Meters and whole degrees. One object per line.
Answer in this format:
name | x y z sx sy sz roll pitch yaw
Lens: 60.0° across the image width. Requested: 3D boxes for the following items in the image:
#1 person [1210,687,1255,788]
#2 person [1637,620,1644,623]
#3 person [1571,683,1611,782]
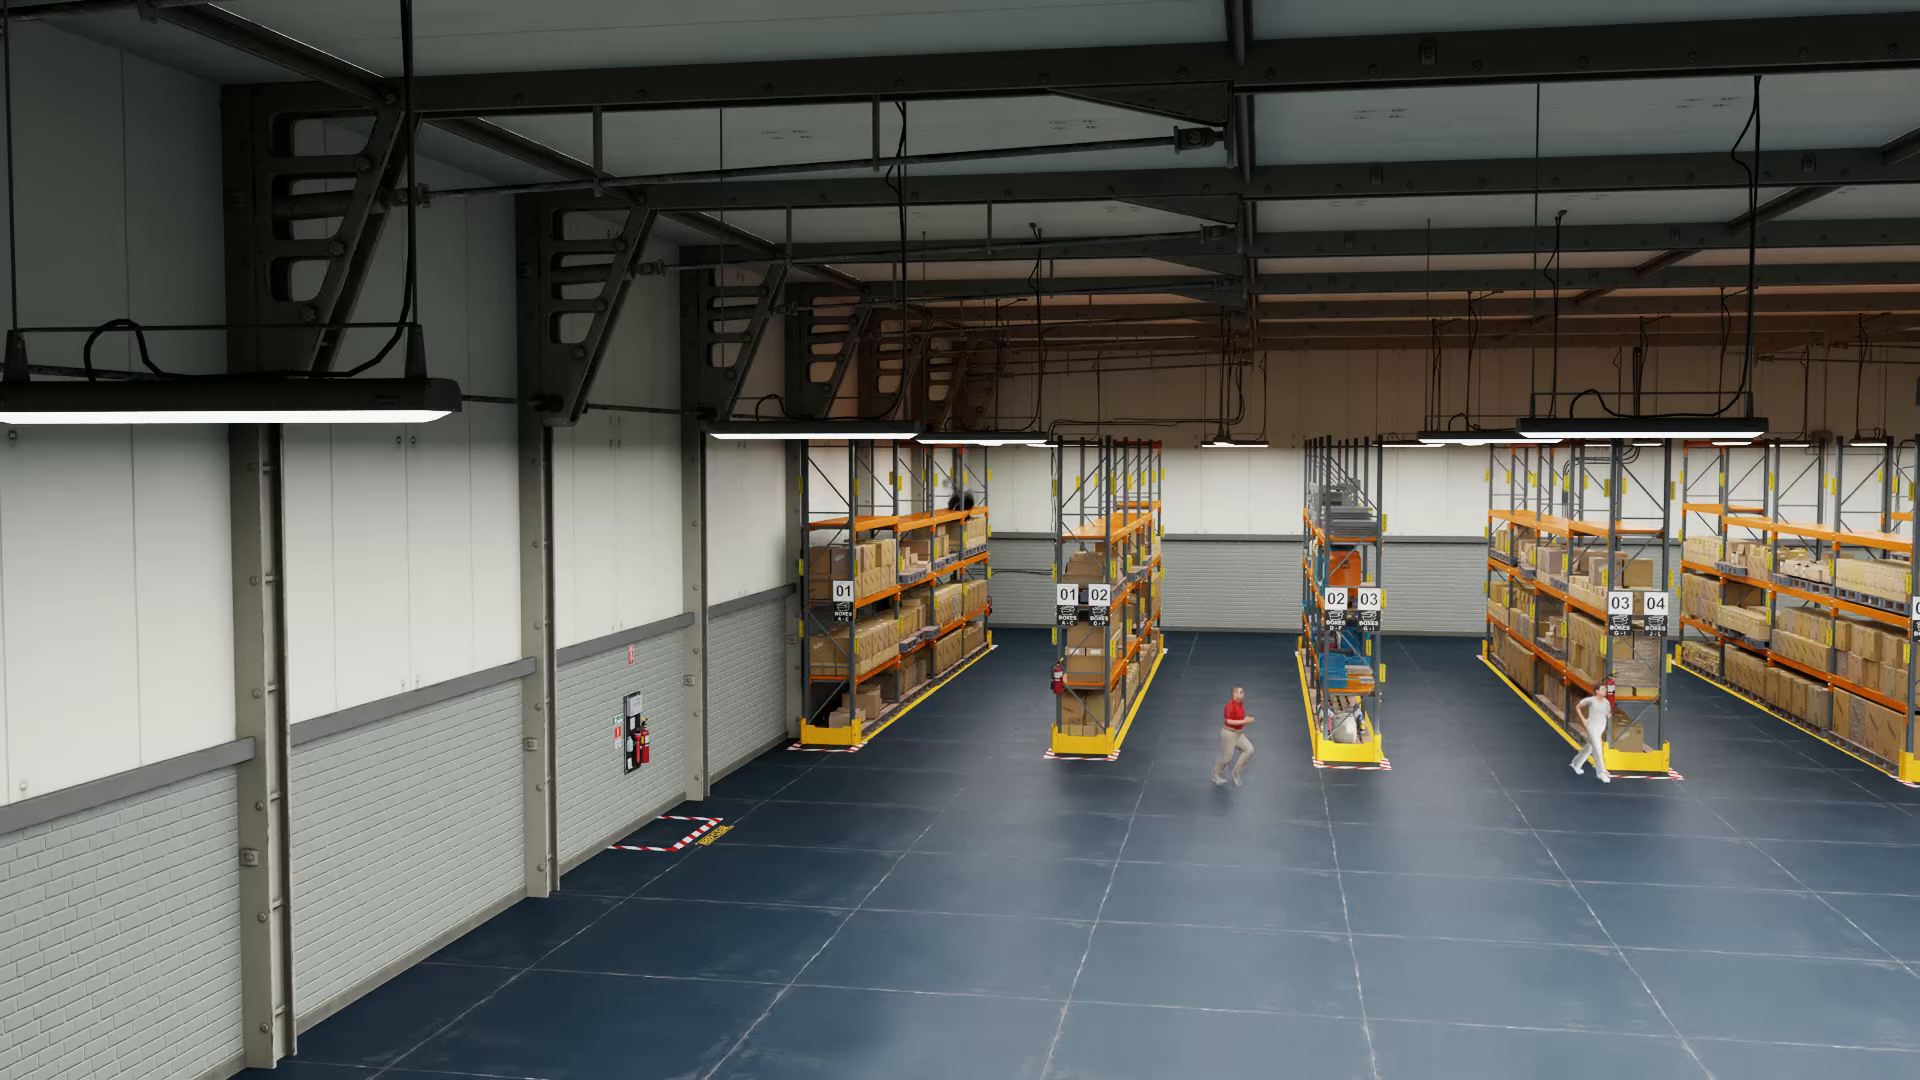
person | 4.640 3.342 28.244 0.838 1.734 0.692 2 4 34
person | 17.729 2.554 43.107 0.585 1.663 0.961 0 3 6
person | 11.034 3.288 28.825 0.576 1.647 0.996 -1 3 -24
